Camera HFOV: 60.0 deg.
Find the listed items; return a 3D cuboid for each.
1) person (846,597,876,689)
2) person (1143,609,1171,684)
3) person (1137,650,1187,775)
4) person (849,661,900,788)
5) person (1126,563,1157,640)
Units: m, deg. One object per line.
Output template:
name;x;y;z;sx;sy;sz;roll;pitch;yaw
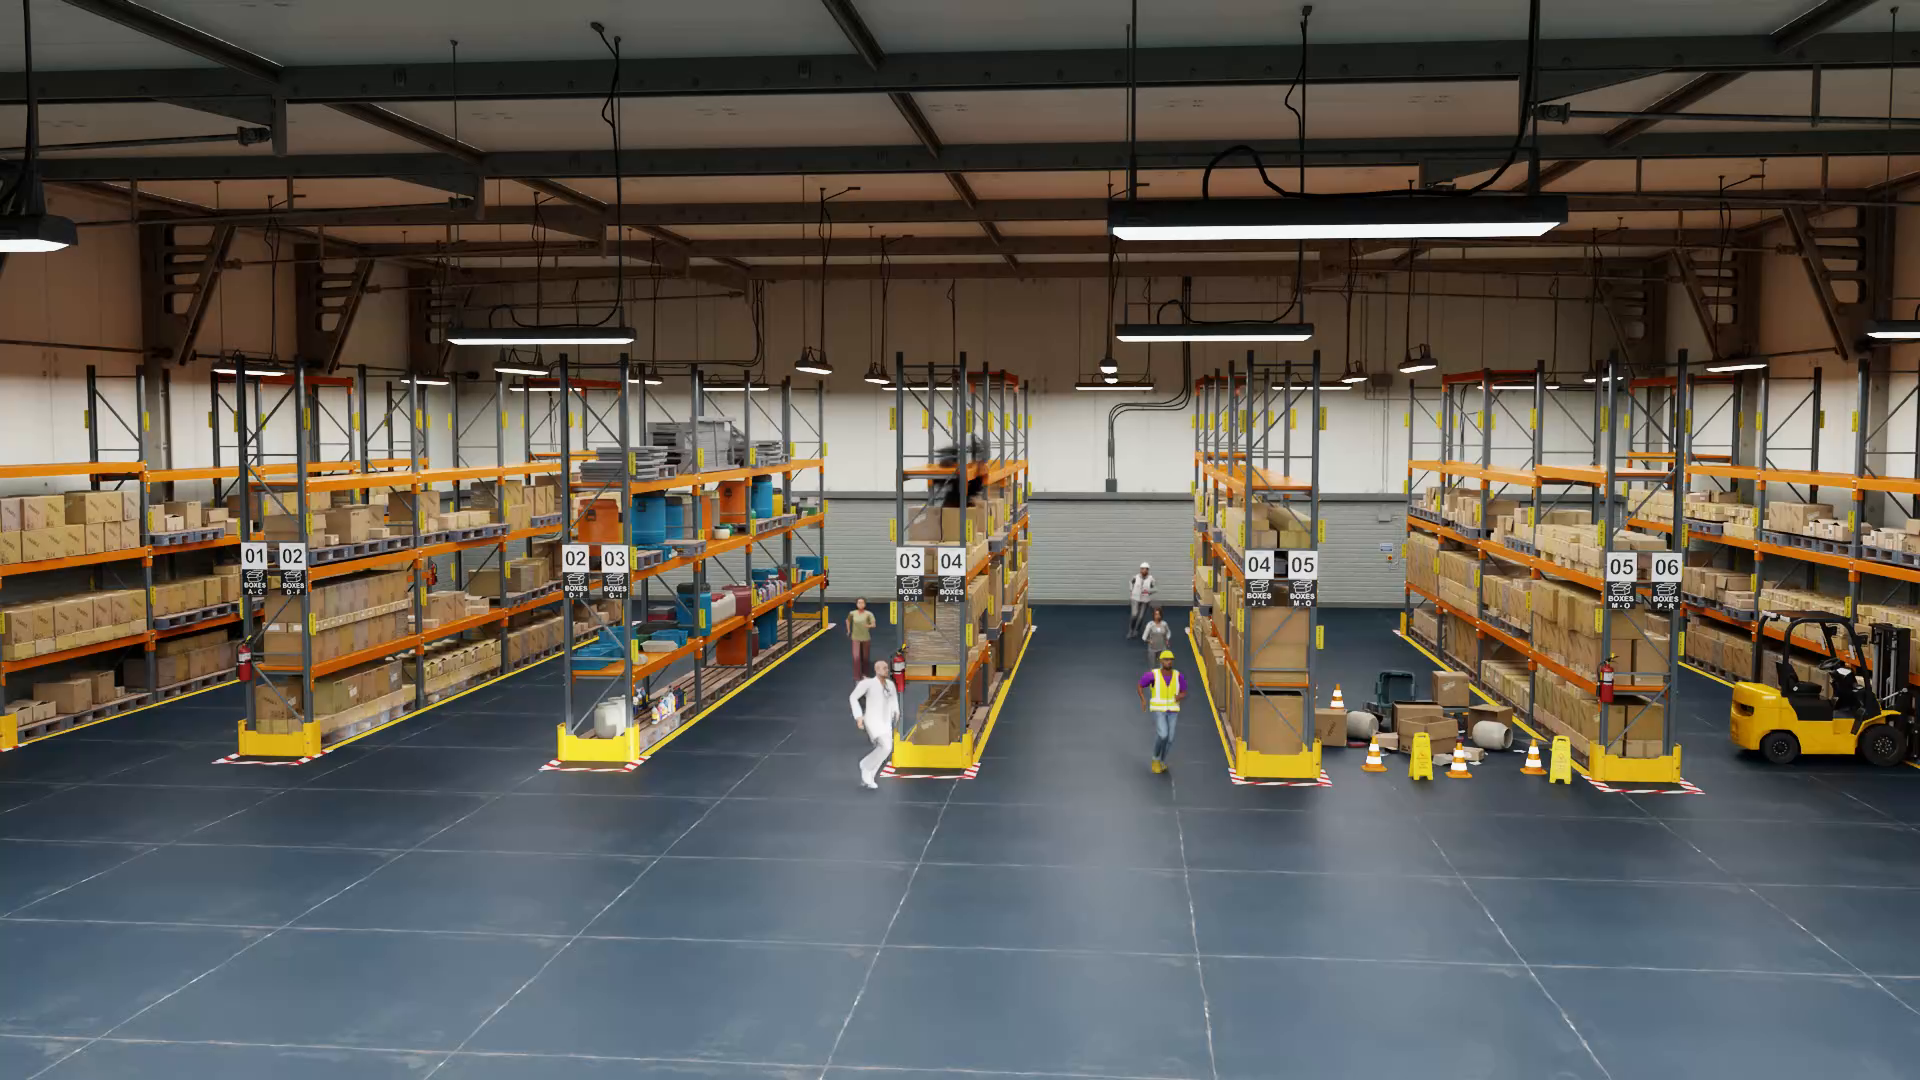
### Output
person;-1.868;1.914;31.415;0.562;1.692;0.904;0;4;-5
person;3.612;2.058;30.473;0.539;1.568;0.831;0;4;-2
person;2.923;2.453;23.693;0.679;1.752;0.613;-1;4;-12
person;-1.080;2.522;22.782;0.589;1.720;0.704;4;6;44
person;4.193;1.408;38.358;0.693;1.787;0.682;0;4;6
